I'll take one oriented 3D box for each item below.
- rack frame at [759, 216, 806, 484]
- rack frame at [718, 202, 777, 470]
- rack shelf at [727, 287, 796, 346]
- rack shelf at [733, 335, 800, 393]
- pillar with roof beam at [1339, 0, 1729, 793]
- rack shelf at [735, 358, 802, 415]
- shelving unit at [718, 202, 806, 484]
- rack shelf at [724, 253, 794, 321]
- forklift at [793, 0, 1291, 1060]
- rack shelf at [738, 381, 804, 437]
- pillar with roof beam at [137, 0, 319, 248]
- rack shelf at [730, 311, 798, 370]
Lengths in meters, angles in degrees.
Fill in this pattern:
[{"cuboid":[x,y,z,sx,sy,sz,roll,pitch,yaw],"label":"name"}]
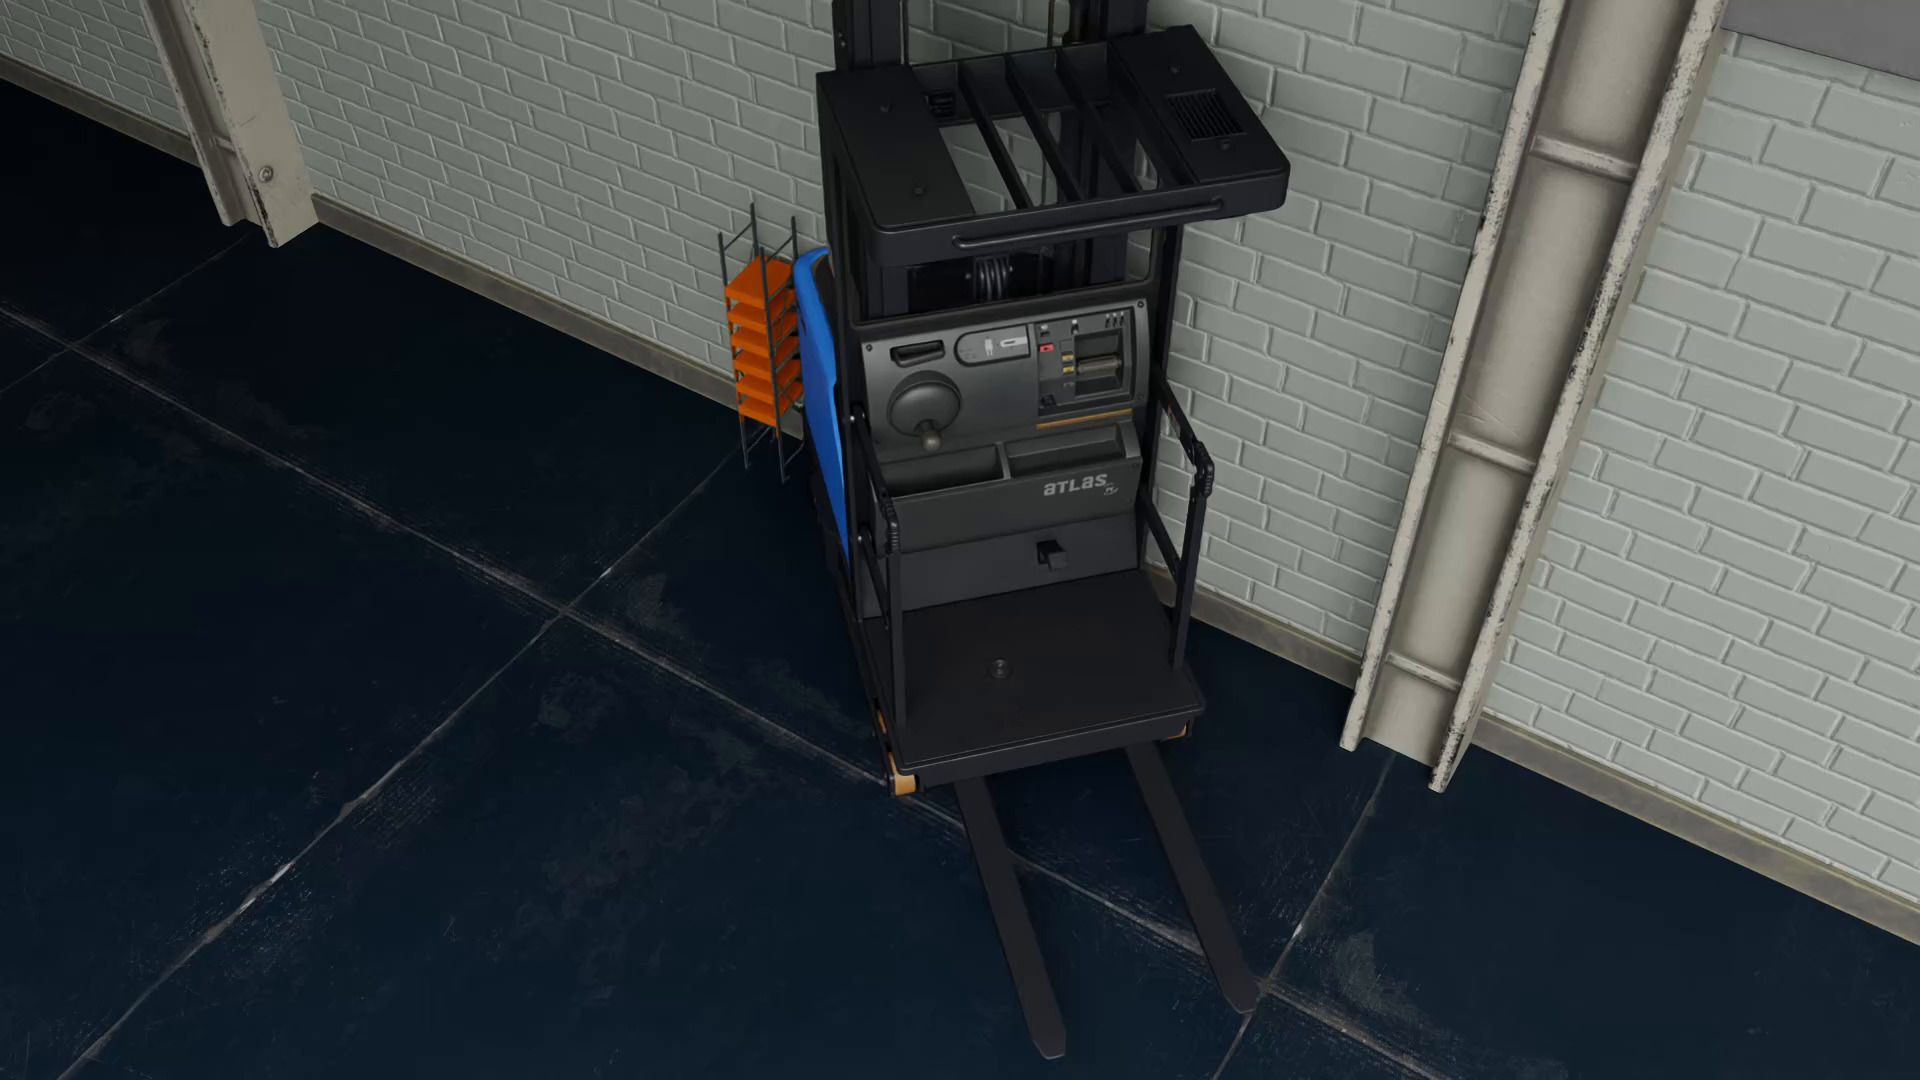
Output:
[{"cuboid":[-0.684,-0.729,6.622,0.006,1.200,0.240,21,49,19],"label":"rack frame"},{"cuboid":[-0.846,-0.792,6.681,0.006,1.200,0.240,21,49,19],"label":"rack frame"},{"cuboid":[-0.764,-0.896,6.511,0.180,0.103,0.258,21,49,19],"label":"rack shelf"},{"cuboid":[-0.766,-0.730,6.683,0.180,0.103,0.258,21,49,19],"label":"rack shelf"},{"cuboid":[-0.703,0.190,0.290,0.400,9.000,9.100,25,51,22],"label":"pillar with roof beam"},{"cuboid":[-0.766,-0.646,6.770,0.180,0.103,0.258,21,49,19],"label":"rack shelf"},{"cuboid":[-0.765,-0.761,6.651,0.189,1.200,0.258,21,49,19],"label":"shelving unit"},{"cuboid":[-0.763,-0.980,6.424,0.180,0.103,0.258,21,49,19],"label":"rack shelf"},{"cuboid":[0.207,-0.434,5.128,1.130,2.935,3.031,-10,47,-10],"label":"forklift"},{"cuboid":[-0.767,-0.563,6.856,0.180,0.103,0.258,21,49,19],"label":"rack shelf"},{"cuboid":[-5.754,-2.133,2.548,0.400,9.000,9.100,25,51,22],"label":"pillar with roof beam"},{"cuboid":[-0.765,-0.813,6.597,0.180,0.103,0.258,21,49,19],"label":"rack shelf"}]
